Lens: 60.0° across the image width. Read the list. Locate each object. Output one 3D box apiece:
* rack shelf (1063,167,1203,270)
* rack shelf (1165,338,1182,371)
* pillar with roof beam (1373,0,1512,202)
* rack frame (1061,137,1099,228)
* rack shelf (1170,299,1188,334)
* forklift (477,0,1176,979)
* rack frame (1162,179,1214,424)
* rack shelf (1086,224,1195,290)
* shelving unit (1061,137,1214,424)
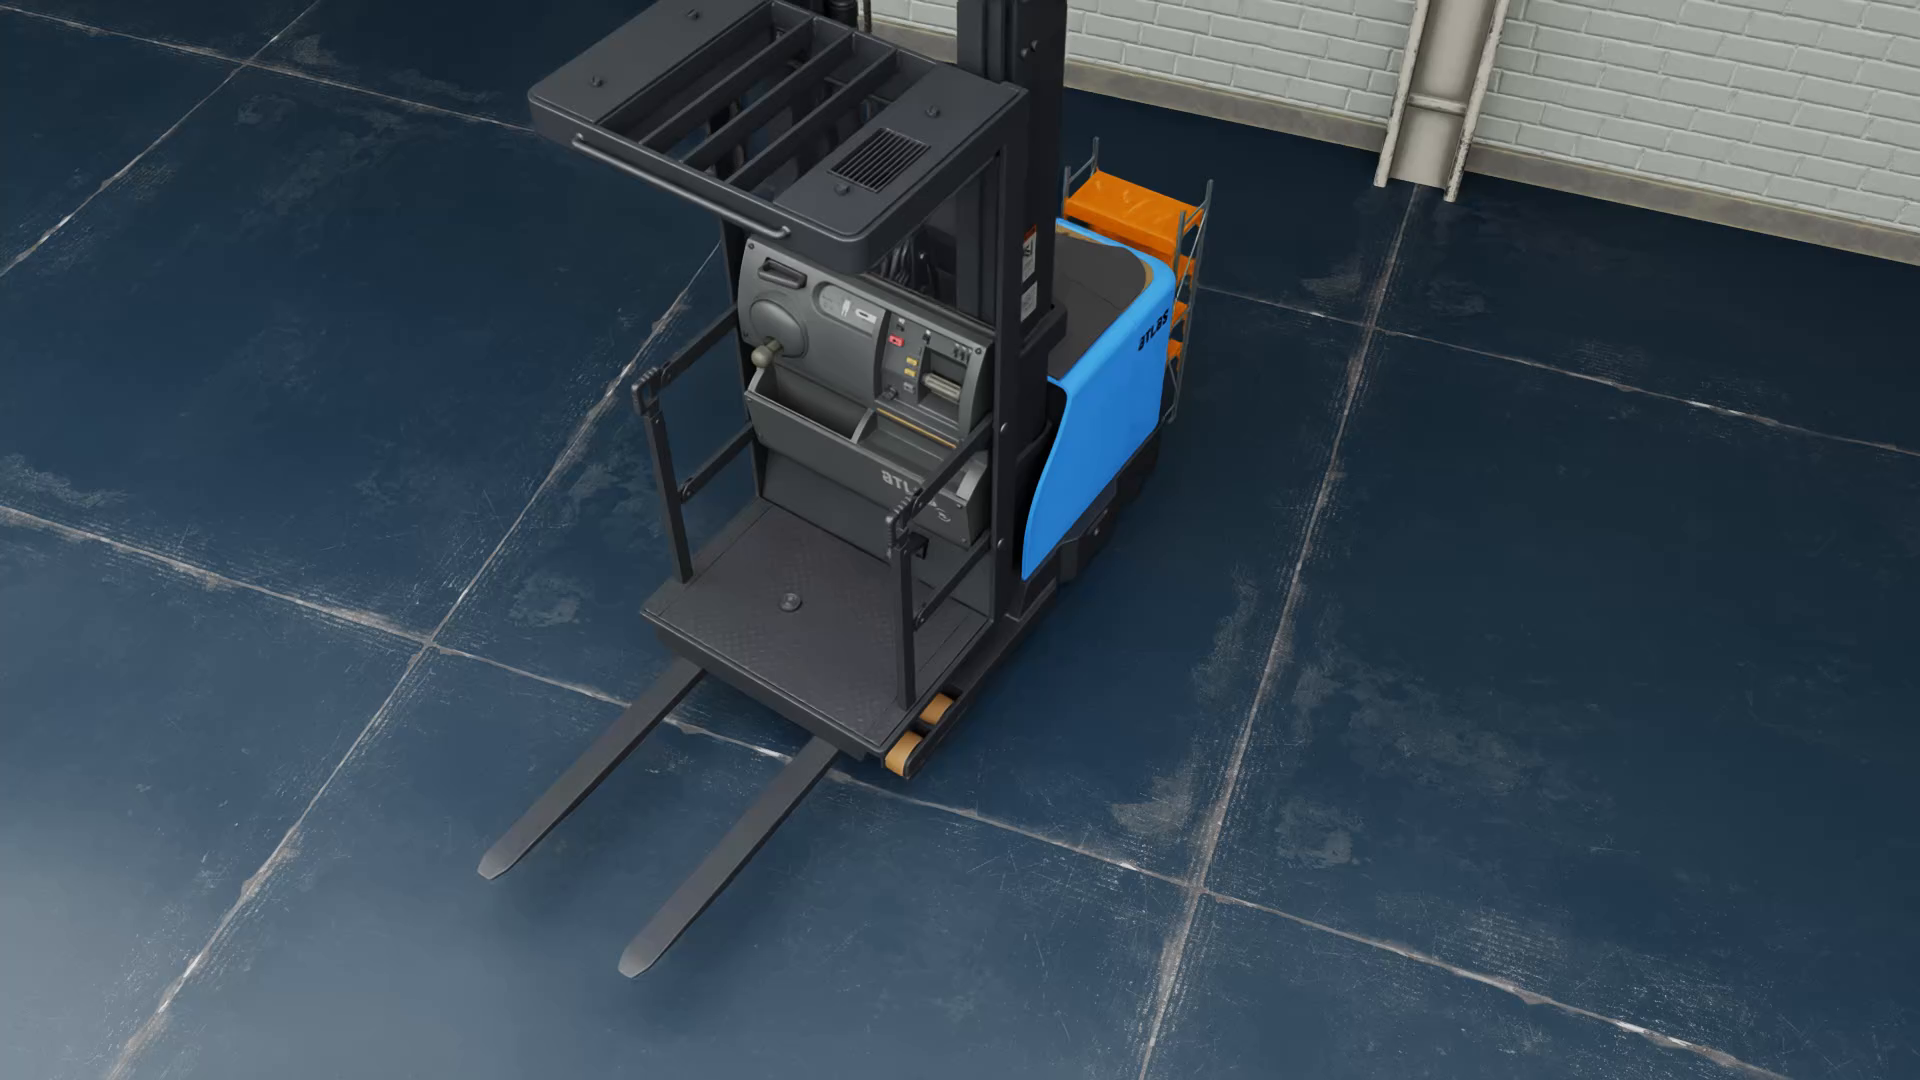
[{"bbox_3d":[0.664,-1.228,6.360,0.480,0.148,0.258,26,52,21],"label":"rack shelf"},{"bbox_3d":[0.649,-0.780,6.843,0.480,0.148,0.258,26,52,21],"label":"rack shelf"},{"bbox_3d":[0.765,-1.687,2.124,0.400,9.000,9.100,16,51,13],"label":"pillar with roof beam"},{"bbox_3d":[0.450,-1.060,6.735,0.015,1.200,0.240,26,52,21],"label":"rack frame"},{"bbox_3d":[0.653,-0.915,6.698,0.480,0.148,0.258,26,52,21],"label":"rack shelf"},{"bbox_3d":[-0.439,-0.542,5.147,1.130,2.935,3.031,27,54,22],"label":"forklift"},{"bbox_3d":[0.860,-0.861,6.562,0.015,1.200,0.240,26,52,21],"label":"rack frame"},{"bbox_3d":[0.658,-1.067,6.534,0.480,0.148,0.258,26,52,21],"label":"rack shelf"},{"bbox_3d":[0.655,-0.961,6.648,0.503,1.200,0.258,26,52,21],"label":"shelving unit"}]
